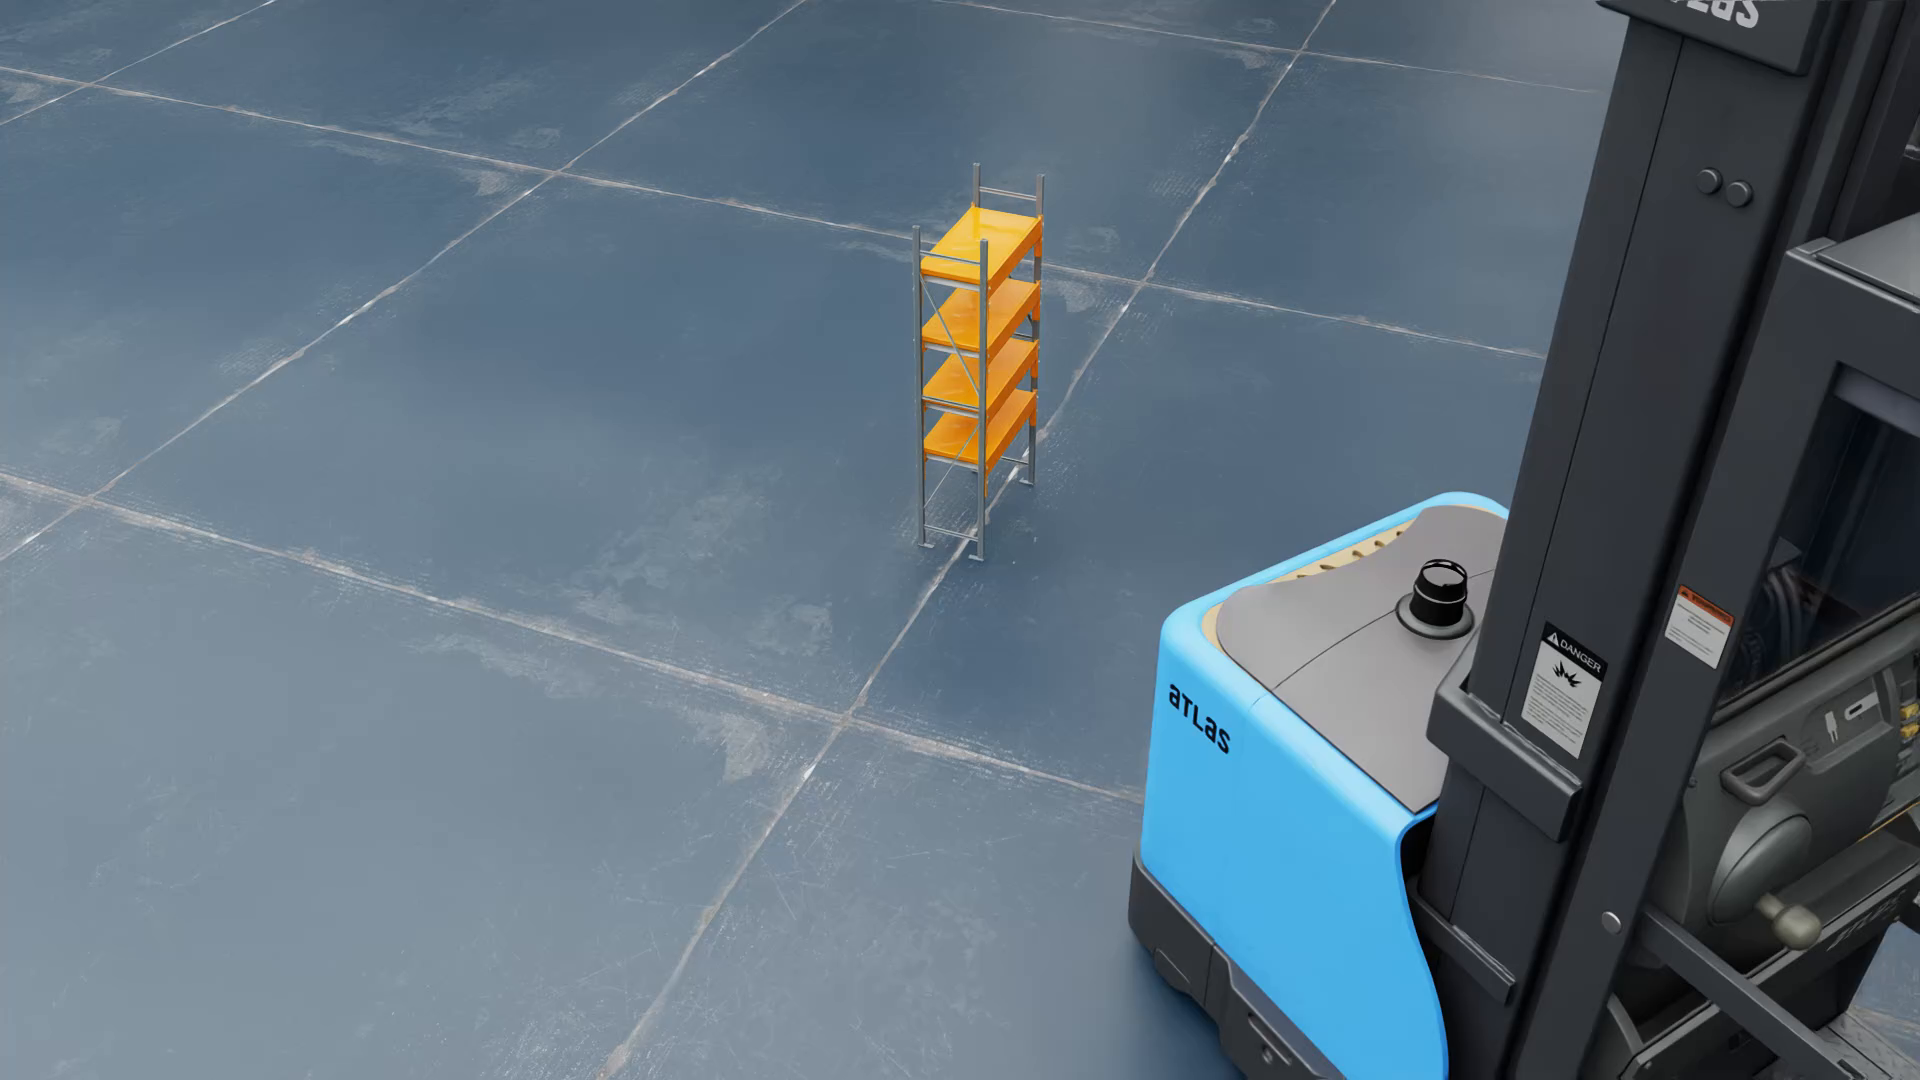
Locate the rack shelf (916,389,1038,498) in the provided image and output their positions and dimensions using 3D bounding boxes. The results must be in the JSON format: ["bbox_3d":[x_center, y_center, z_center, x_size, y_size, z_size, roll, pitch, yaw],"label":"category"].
[{"bbox_3d":[0.063,-0.359,5.673,0.258,0.148,0.480,14,39,18],"label":"rack shelf"}]

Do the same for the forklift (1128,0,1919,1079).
[{"bbox_3d":[1.651,0.442,2.711,1.130,2.935,3.031,-21,42,-26],"label":"forklift"}]

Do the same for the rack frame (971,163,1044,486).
[{"bbox_3d":[0.156,-0.707,5.694,0.240,1.200,0.015,14,39,18],"label":"rack frame"}]

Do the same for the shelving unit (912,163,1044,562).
[{"bbox_3d":[0.063,-0.572,5.513,0.258,1.200,0.503,14,39,18],"label":"shelving unit"}]

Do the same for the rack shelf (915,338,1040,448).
[{"bbox_3d":[0.063,-0.518,5.554,0.258,0.148,0.480,14,39,18],"label":"rack shelf"}]

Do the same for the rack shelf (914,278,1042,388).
[{"bbox_3d":[0.063,-0.698,5.420,0.258,0.148,0.480,14,39,18],"label":"rack shelf"}]

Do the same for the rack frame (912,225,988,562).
[{"bbox_3d":[-0.030,-0.437,5.333,0.240,1.200,0.015,14,39,18],"label":"rack frame"}]

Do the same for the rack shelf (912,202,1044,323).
[{"bbox_3d":[0.063,-0.887,5.278,0.258,0.148,0.480,14,39,18],"label":"rack shelf"}]
